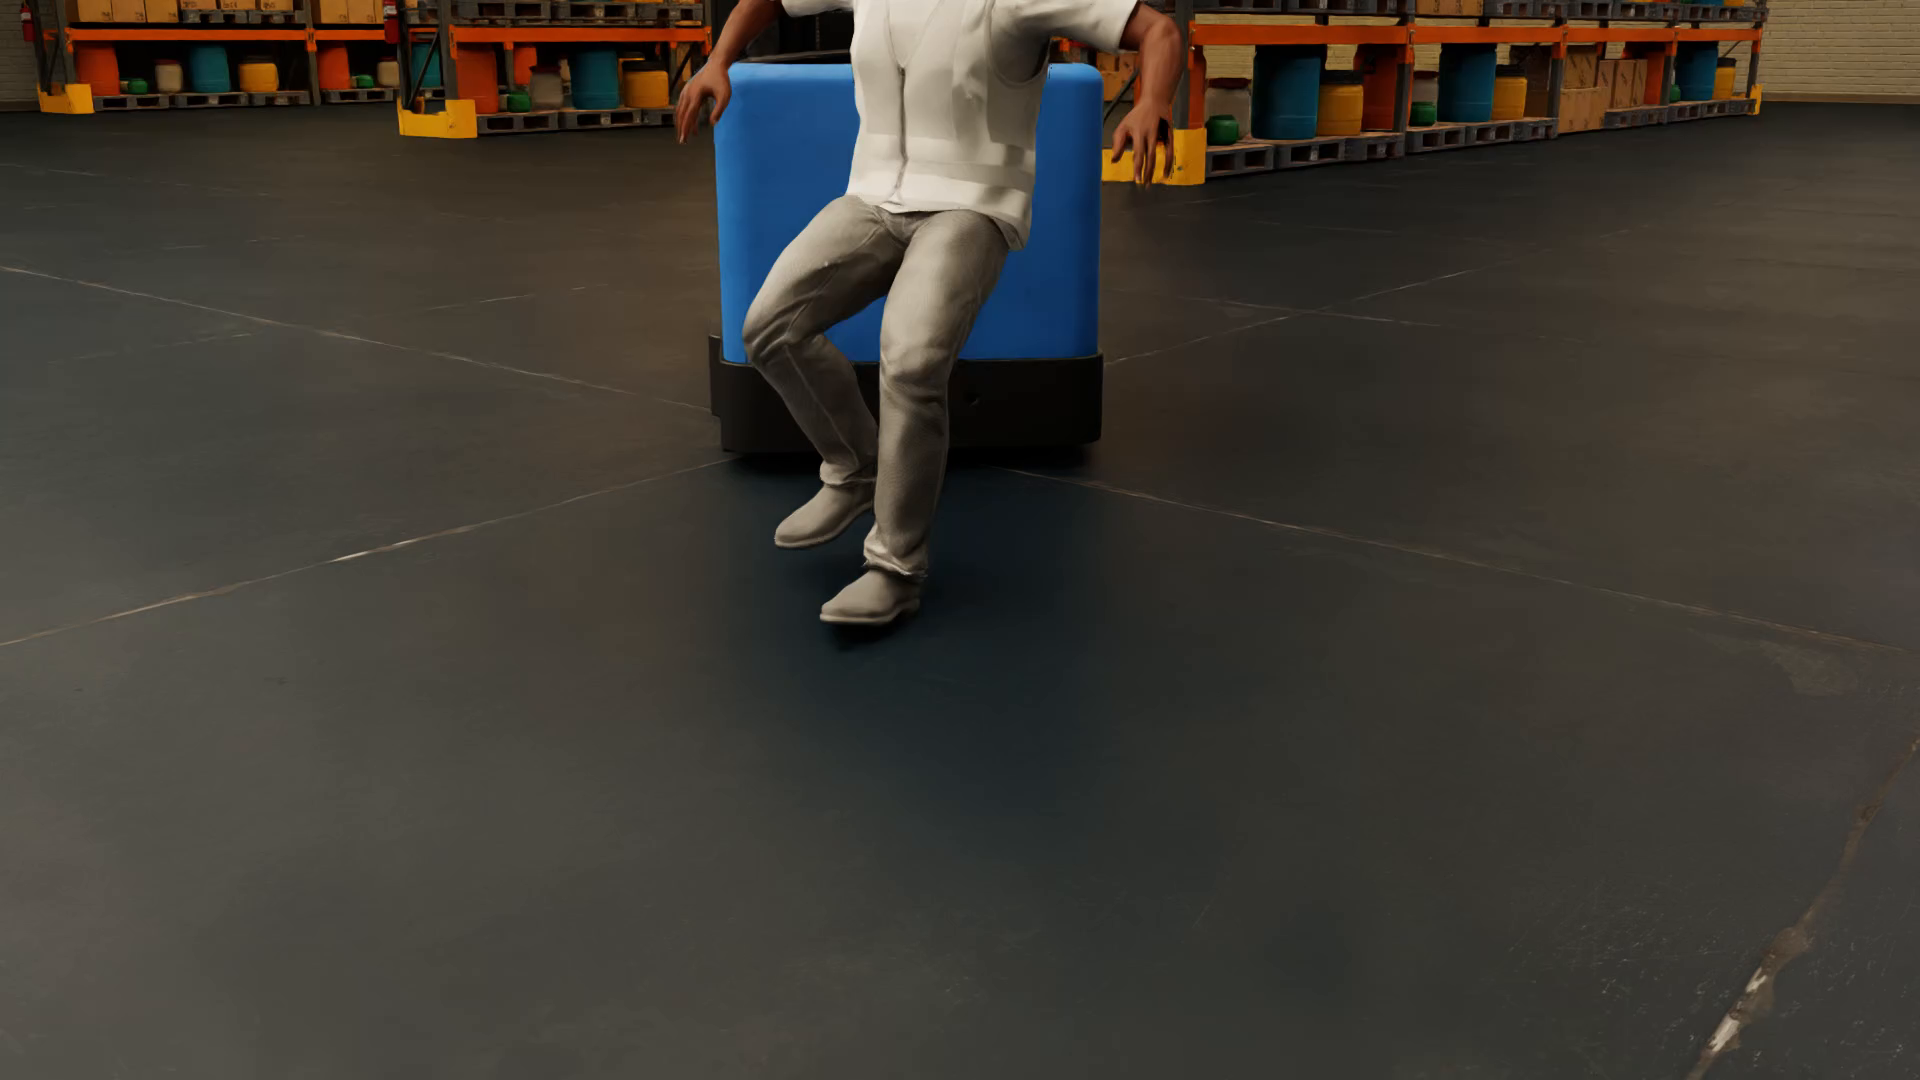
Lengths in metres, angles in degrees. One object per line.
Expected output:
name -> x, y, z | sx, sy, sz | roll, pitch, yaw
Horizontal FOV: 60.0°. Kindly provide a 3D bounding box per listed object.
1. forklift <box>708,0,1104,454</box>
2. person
forklift -> -0.286, -2.015, 5.535 | 1.130, 2.935, 3.031 | -2, 17, -6
person -> -0.133, -0.672, 3.397 | 1.176, 1.617, 0.800 | 11, 20, 31
